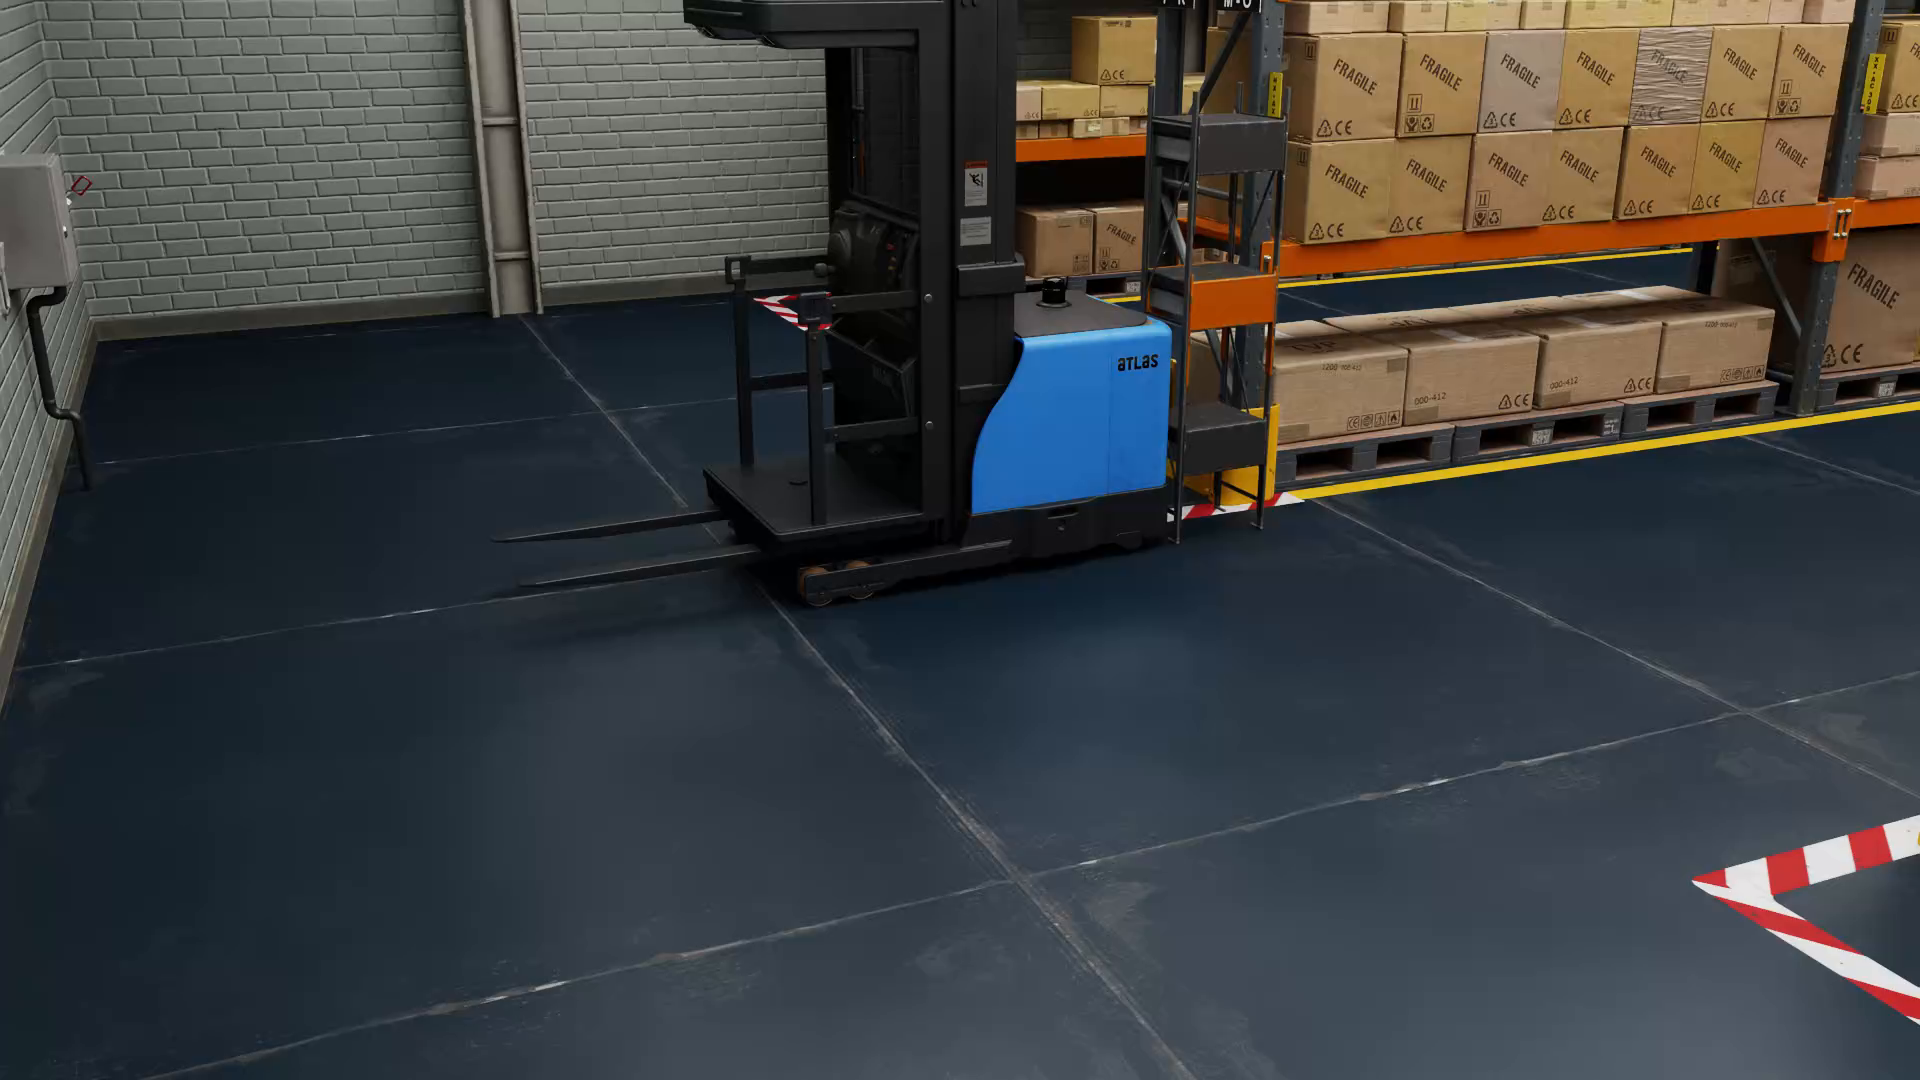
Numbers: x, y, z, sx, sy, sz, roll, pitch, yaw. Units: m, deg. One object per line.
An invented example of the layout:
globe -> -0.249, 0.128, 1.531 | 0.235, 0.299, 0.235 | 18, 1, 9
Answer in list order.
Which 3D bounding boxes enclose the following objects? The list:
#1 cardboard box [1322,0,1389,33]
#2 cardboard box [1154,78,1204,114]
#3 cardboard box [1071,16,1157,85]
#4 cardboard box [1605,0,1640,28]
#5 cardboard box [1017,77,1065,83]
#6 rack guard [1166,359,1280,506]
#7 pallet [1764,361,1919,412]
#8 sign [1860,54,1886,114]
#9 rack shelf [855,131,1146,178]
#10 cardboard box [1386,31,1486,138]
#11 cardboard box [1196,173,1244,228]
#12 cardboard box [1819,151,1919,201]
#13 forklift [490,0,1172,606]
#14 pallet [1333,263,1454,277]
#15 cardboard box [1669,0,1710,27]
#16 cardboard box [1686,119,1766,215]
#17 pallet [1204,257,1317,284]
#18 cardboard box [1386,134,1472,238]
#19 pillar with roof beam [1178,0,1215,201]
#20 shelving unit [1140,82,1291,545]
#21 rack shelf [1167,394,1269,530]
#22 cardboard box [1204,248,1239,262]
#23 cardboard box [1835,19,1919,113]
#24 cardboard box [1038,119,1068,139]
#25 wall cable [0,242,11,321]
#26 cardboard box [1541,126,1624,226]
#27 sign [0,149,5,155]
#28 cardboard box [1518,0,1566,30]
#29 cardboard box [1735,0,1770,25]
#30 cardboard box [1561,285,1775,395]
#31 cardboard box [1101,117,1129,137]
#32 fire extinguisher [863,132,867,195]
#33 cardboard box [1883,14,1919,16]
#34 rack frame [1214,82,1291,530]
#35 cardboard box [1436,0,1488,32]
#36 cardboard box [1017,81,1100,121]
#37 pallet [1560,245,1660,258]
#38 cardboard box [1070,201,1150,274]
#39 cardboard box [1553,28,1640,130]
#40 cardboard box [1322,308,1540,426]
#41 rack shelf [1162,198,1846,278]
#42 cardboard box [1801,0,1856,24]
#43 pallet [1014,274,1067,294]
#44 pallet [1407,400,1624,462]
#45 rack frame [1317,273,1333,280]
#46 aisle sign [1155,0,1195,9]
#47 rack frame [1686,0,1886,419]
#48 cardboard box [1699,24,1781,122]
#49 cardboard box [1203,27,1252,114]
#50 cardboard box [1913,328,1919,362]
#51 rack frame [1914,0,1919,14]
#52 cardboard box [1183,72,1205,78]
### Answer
cardboard box -> 1.933, -2.629, 8.340 | 0.250, 0.149, 0.380 | -8, 21, -21
cardboard box -> 1.700, -3.621, 13.569 | 0.500, 0.250, 0.500 | -8, 21, -22
cardboard box -> 1.216, -3.897, 13.223 | 0.500, 0.500, 0.500 | -8, 21, -21
cardboard box -> 3.383, -2.813, 8.863 | 0.250, 0.149, 0.380 | -8, 21, -22
cardboard box -> 0.563, -3.641, 13.625 | 0.500, 0.250, 0.500 | -7, 21, -20
rack guard -> 1.263, -0.604, 8.984 | 0.348, 0.500, 1.175 | -8, 21, -22
pallet -> 5.637, -1.121, 10.889 | 1.213, 0.211, 1.003 | -8, 21, -22
sign -> 5.179, -2.589, 9.435 | 0.005, 0.325, 0.100 | -8, 21, -22
rack shelf -> 1.152, -3.223, 13.742 | 4.000, 0.370, 1.077 | -8, 21, -22
cardboard box -> 2.310, -2.351, 8.527 | 0.500, 0.500, 0.500 | -9, 21, -23
cardboard box -> 1.623, -1.977, 8.970 | 0.500, 0.500, 0.500 | -8, 21, -22
cardboard box -> 5.467, -2.219, 10.033 | 0.500, 0.250, 0.500 | -9, 21, -23
forklift -> -0.572, -1.295, 7.286 | 3.031, 2.935, 1.130 | -9, 21, -23
pallet -> 3.720, -2.628, 15.170 | 1.213, 0.211, 1.003 | -8, 21, -22
cardboard box -> 3.842, -2.885, 9.067 | 0.250, 0.149, 0.380 | -8, 21, -22
cardboard box -> 4.163, -2.151, 9.464 | 0.500, 0.500, 0.500 | -9, 21, -23
pallet -> 2.357, -2.420, 14.577 | 1.213, 0.211, 1.003 | -8, 21, -22
cardboard box -> 2.293, -1.884, 8.705 | 0.500, 0.500, 0.500 | -8, 21, -23
pillar with roof beam -> 3.697, -5.525, 10.165 | 0.400, 9.000, 9.100 | -8, 21, -22
shelving unit -> 1.173, -1.063, 7.878 | 0.503, 2.100, 0.431 | -9, 21, -25
rack shelf -> 1.173, -0.390, 8.115 | 0.480, 0.518, 0.431 | -9, 21, -25
cardboard box -> 2.265, -2.524, 14.158 | 0.258, 0.266, 0.396 | -7, 21, -20
cardboard box -> 5.476, -2.801, 9.805 | 0.500, 0.500, 0.500 | -8, 21, -21
cardboard box -> 0.667, -3.284, 13.211 | 0.250, 0.149, 0.380 | -8, 21, -21
wall cable -> -4.456, -1.947, 7.506 | 0.122, 1.984, 0.588 | -8, 21, -22
cardboard box -> 3.221, -2.016, 9.081 | 0.500, 0.500, 0.500 | -7, 21, -20
sign -> -4.967, -1.775, 8.691 | 0.001, 0.494, 0.329 | -8, 21, -22
cardboard box -> 2.918, -2.739, 8.652 | 0.250, 0.149, 0.380 | -8, 21, -21
cardboard box -> 4.283, -2.968, 9.302 | 0.250, 0.149, 0.380 | -8, 21, -22
cardboard box -> 4.339, -1.252, 10.286 | 0.875, 0.438, 0.875 | -8, 21, -23
cardboard box -> 1.162, -3.335, 13.356 | 0.250, 0.149, 0.380 | -8, 21, -21
fire extinguisher -> -0.636, -2.926, 12.495 | 0.183, 0.674, 0.296 | -8, 21, -22
cardboard box -> 6.214, -3.097, 10.646 | 0.500, 0.500, 0.500 | -7, 21, -20
rack frame -> 1.392, -1.098, 7.980 | 0.015, 2.100, 0.400 | -9, 21, -25
cardboard box -> 2.452, -2.668, 8.451 | 0.250, 0.149, 0.380 | -9, 21, -24
cardboard box -> 0.766, -3.480, 13.168 | 0.500, 0.250, 0.500 | -9, 21, -23
pallet -> 5.961, -2.949, 16.081 | 1.213, 0.211, 1.003 | -8, 21, -22
cardboard box -> 1.240, -2.509, 13.764 | 0.500, 0.500, 0.500 | -8, 21, -21
cardboard box -> 3.238, -2.487, 8.913 | 0.500, 0.500, 0.500 | -8, 21, -22
cardboard box -> 2.689, -1.016, 9.616 | 0.875, 0.438, 0.875 | -8, 21, -20
rack shelf -> 3.122, -1.710, 9.444 | 4.000, 0.370, 1.077 | -8, 21, -22
cardboard box -> 4.801, -2.999, 9.391 | 0.250, 0.149, 0.380 | -9, 21, -23
pallet -> 0.117, -2.099, 13.666 | 1.213, 0.211, 1.003 | -8, 21, -22
pallet -> 3.107, -0.759, 9.859 | 1.213, 0.211, 1.003 | -8, 21, -22
rack frame -> 2.988, -3.825, 14.370 | 0.127, 3.000, 1.000 | -8, 21, -22
aisle sign -> 1.096, -3.097, 8.388 | 0.004, 0.787, 0.394 | -8, 21, -22
rack frame -> 4.958, -2.312, 10.072 | 0.127, 3.000, 1.000 | -8, 21, -22
cardboard box -> 4.165, -2.620, 9.291 | 0.500, 0.500, 0.500 | -8, 21, -23
cardboard box -> 1.634, -2.441, 8.781 | 0.500, 0.500, 0.500 | -7, 21, -20
cardboard box -> 6.322, -1.735, 11.000 | 0.875, 0.875, 0.875 | -8, 21, -20
rack frame -> 10.334, -4.878, 17.359 | 0.127, 3.000, 1.000 | -8, 21, -22
cardboard box -> 1.969, -3.844, 14.201 | 0.500, 0.250, 0.500 | -8, 21, -22
